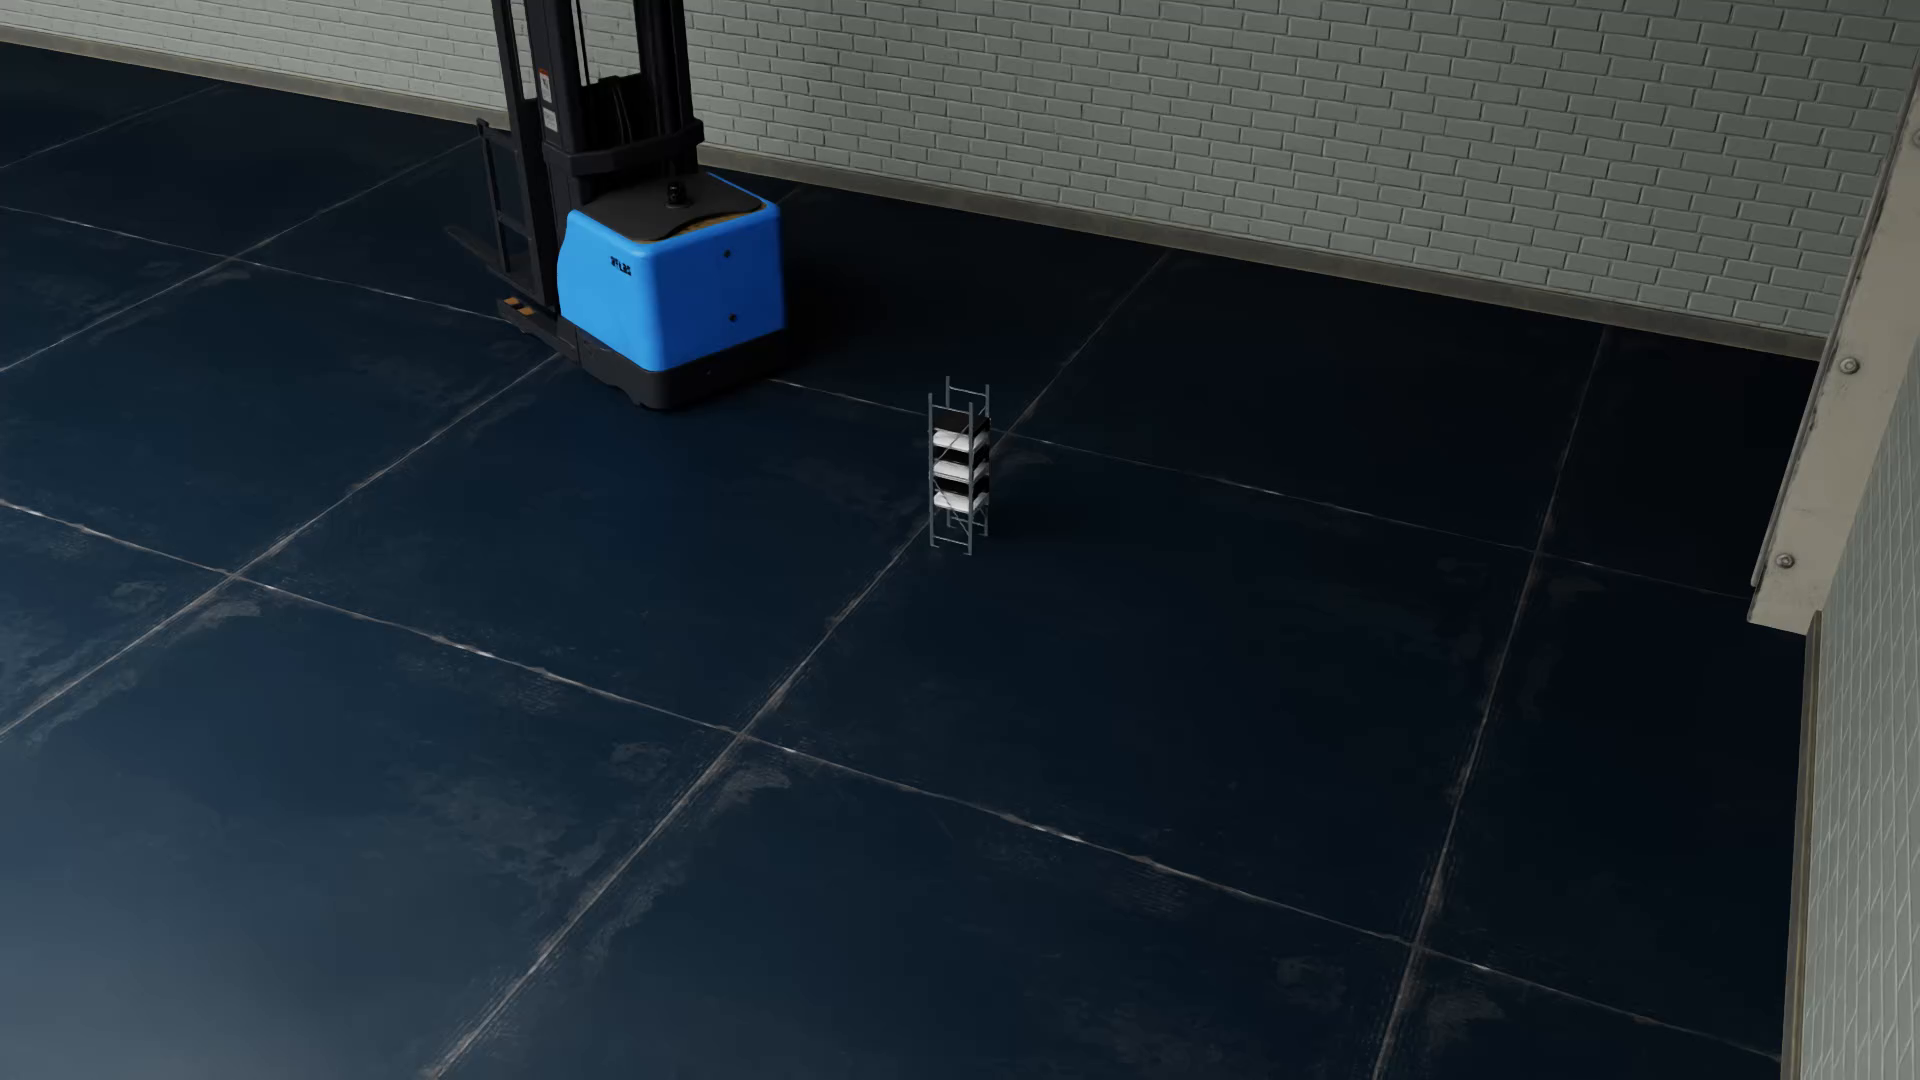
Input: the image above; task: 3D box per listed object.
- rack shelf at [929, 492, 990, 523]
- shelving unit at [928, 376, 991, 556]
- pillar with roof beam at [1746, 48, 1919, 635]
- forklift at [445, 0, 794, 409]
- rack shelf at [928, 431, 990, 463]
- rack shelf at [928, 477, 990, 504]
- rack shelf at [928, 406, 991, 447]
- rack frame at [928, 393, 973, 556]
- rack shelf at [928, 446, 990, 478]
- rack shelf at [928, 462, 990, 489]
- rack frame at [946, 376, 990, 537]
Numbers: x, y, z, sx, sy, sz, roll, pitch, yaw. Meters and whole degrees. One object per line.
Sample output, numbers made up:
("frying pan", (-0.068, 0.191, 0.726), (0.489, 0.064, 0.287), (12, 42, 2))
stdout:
("rack shelf", (-0.003, -0.194, 8.614), (0.258, 0.077, 0.200), (14, 36, 20))
("shelving unit", (-0.003, -0.372, 8.497), (0.258, 0.900, 0.210), (14, 36, 20))
("pillar with roof beam", (0.163, -4.415, 7.277), (9.100, 9.000, 0.400), (14, 36, 20))
("forklift", (-2.381, -2.729, 10.238), (1.130, 2.935, 3.031), (-25, 41, -33))
("rack shelf", (-0.003, -0.495, 8.417), (0.258, 0.077, 0.200), (14, 36, 20))
("rack shelf", (-0.003, -0.269, 8.565), (0.258, 0.077, 0.200), (14, 36, 20))
("rack shelf", (-0.003, -0.570, 8.367), (0.258, 0.077, 0.200), (14, 36, 20))
("rack frame", (-0.046, -0.322, 8.420), (0.240, 0.900, 0.006), (14, 36, 20))
("rack shelf", (-0.003, -0.420, 8.466), (0.258, 0.077, 0.200), (14, 36, 20))
("rack shelf", (-0.003, -0.344, 8.515), (0.258, 0.077, 0.200), (14, 36, 20))
("rack frame", (0.039, -0.423, 8.574), (0.240, 0.900, 0.006), (14, 36, 20))
